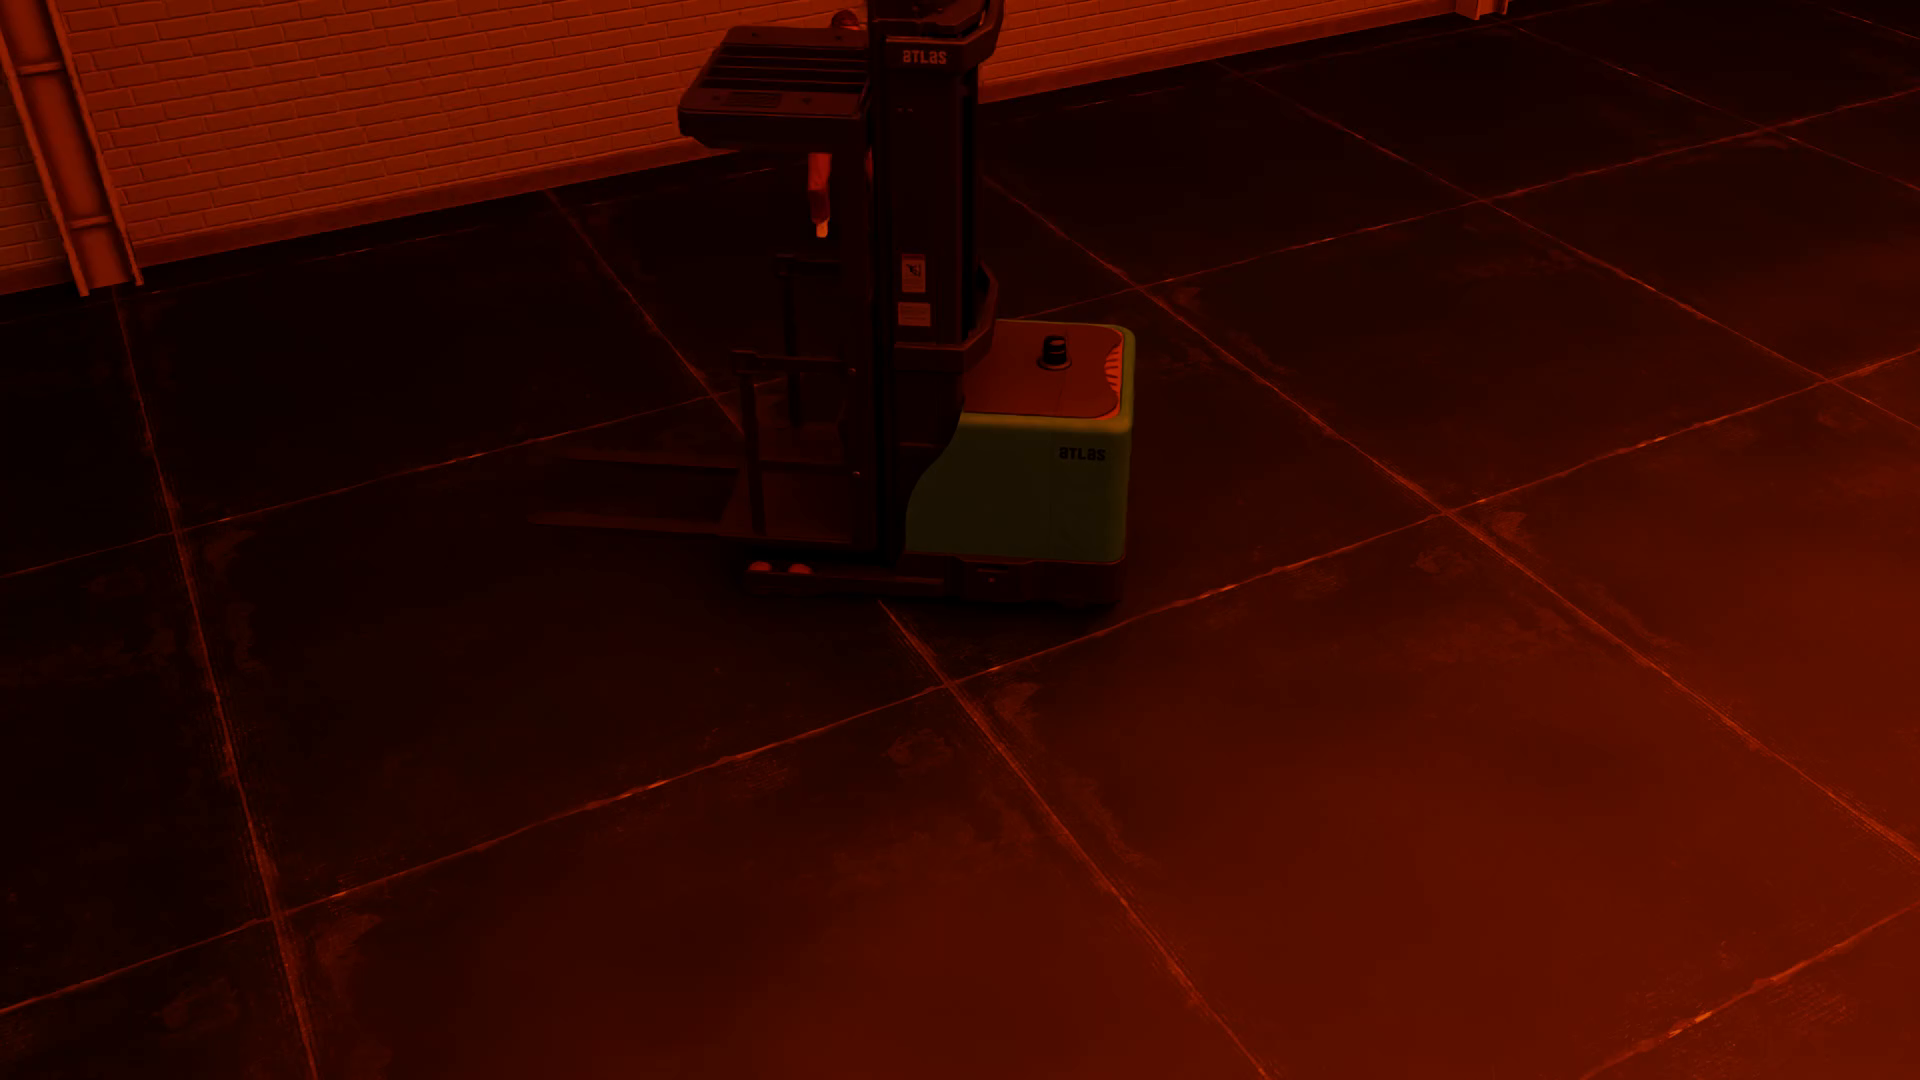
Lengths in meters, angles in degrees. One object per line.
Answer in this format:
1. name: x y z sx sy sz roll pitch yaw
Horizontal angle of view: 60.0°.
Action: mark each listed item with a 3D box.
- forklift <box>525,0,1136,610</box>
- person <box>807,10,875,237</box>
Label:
1. forklift: -0.661 -1.211 7.836 3.031 2.935 1.130 3 35 5
2. person: -0.842 -2.795 11.265 0.815 1.640 0.486 -1 35 -1
